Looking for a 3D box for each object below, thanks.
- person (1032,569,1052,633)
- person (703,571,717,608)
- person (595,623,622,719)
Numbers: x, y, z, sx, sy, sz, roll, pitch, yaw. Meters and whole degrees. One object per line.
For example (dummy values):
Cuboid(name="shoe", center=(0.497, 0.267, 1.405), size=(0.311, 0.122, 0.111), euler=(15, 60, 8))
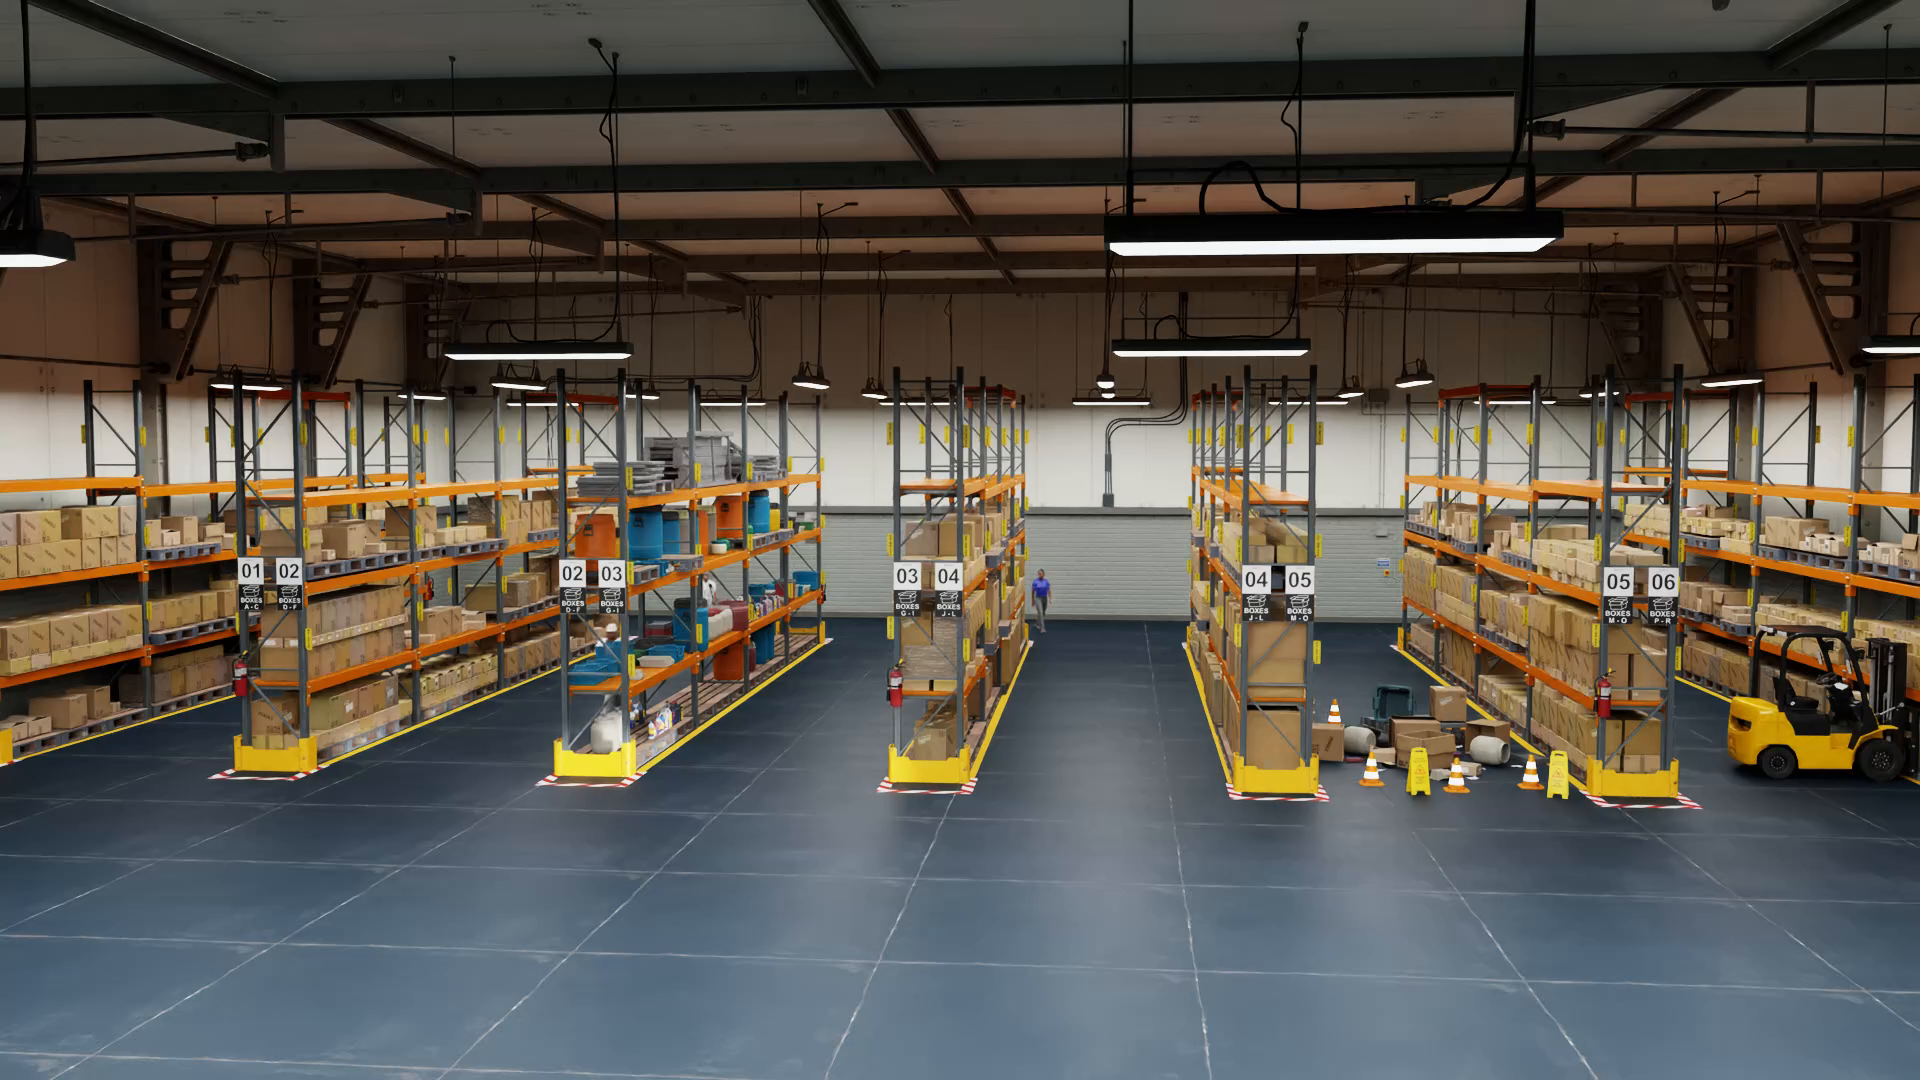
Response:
Cuboid(name="person", center=(2.073, 1.541, 42.529), size=(0.449, 1.594, 1.070), euler=(-1, 4, -19))
Cuboid(name="person", center=(-6.330, 1.571, 41.024), size=(0.537, 1.718, 1.039), euler=(1, 4, 11))
Cuboid(name="person", center=(-6.212, 2.322, 29.404), size=(0.556, 1.693, 1.080), euler=(1, 4, 18))
